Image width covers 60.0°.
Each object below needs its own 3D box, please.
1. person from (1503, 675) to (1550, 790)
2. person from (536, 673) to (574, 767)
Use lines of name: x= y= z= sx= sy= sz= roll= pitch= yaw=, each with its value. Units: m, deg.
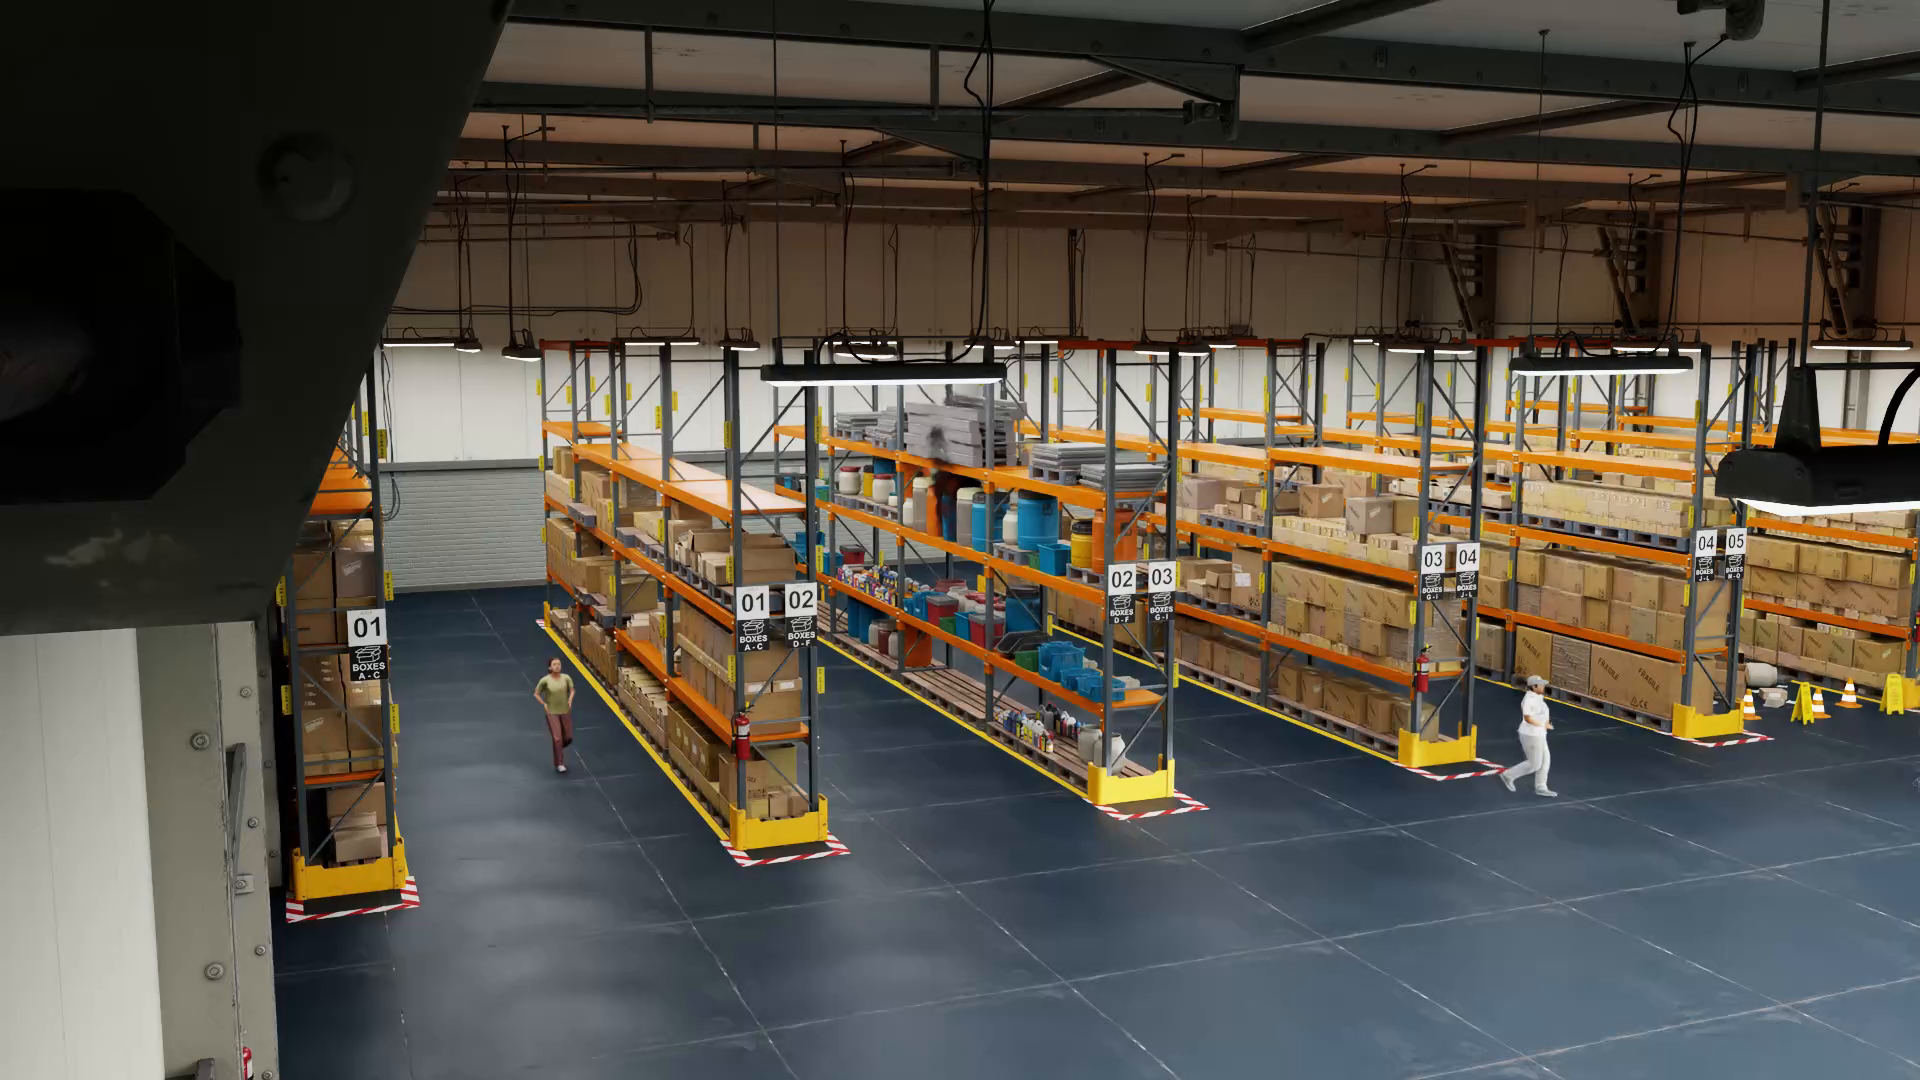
person: x=7.633 y=2.593 z=22.338 sx=0.575 sy=1.573 sz=0.600 roll=3 pitch=8 yaw=23
person: x=-5.742 y=2.552 z=23.675 sx=0.544 sy=1.311 sz=0.542 roll=-4 pitch=8 yaw=-28
